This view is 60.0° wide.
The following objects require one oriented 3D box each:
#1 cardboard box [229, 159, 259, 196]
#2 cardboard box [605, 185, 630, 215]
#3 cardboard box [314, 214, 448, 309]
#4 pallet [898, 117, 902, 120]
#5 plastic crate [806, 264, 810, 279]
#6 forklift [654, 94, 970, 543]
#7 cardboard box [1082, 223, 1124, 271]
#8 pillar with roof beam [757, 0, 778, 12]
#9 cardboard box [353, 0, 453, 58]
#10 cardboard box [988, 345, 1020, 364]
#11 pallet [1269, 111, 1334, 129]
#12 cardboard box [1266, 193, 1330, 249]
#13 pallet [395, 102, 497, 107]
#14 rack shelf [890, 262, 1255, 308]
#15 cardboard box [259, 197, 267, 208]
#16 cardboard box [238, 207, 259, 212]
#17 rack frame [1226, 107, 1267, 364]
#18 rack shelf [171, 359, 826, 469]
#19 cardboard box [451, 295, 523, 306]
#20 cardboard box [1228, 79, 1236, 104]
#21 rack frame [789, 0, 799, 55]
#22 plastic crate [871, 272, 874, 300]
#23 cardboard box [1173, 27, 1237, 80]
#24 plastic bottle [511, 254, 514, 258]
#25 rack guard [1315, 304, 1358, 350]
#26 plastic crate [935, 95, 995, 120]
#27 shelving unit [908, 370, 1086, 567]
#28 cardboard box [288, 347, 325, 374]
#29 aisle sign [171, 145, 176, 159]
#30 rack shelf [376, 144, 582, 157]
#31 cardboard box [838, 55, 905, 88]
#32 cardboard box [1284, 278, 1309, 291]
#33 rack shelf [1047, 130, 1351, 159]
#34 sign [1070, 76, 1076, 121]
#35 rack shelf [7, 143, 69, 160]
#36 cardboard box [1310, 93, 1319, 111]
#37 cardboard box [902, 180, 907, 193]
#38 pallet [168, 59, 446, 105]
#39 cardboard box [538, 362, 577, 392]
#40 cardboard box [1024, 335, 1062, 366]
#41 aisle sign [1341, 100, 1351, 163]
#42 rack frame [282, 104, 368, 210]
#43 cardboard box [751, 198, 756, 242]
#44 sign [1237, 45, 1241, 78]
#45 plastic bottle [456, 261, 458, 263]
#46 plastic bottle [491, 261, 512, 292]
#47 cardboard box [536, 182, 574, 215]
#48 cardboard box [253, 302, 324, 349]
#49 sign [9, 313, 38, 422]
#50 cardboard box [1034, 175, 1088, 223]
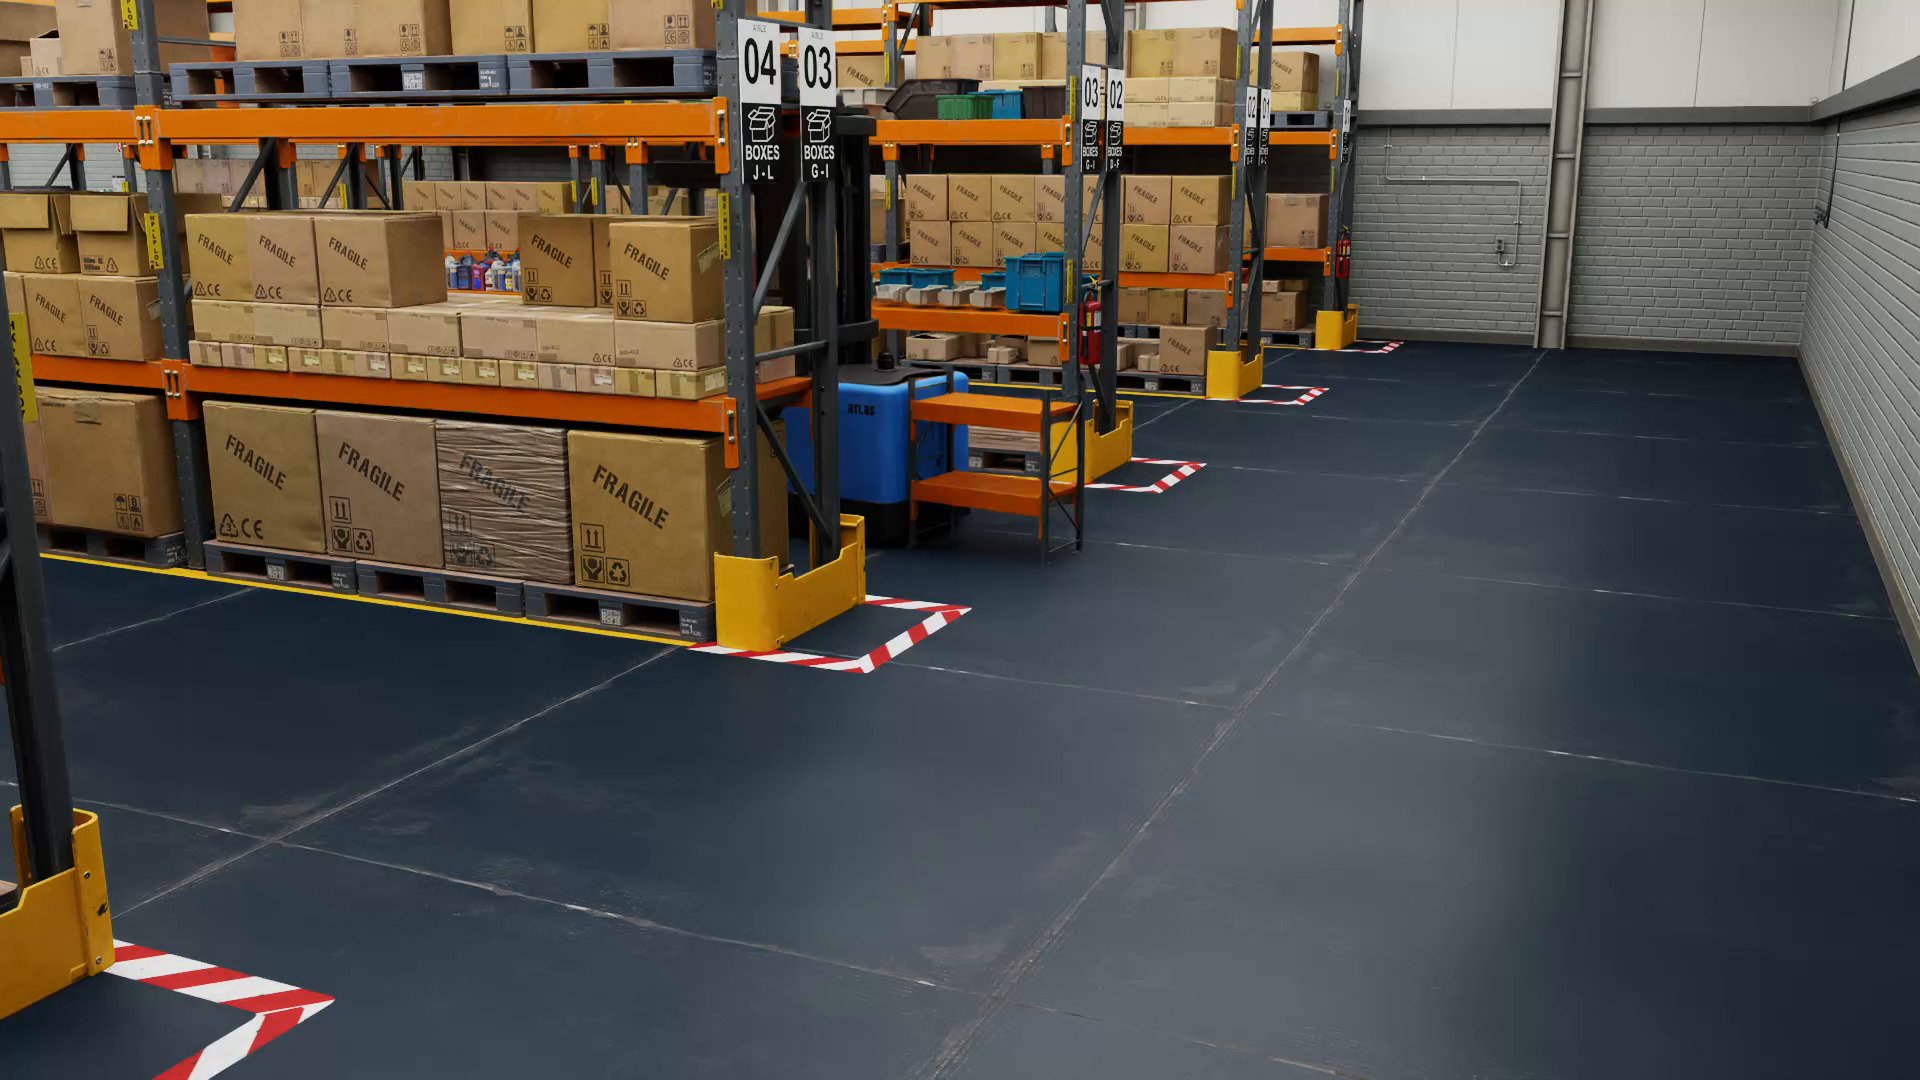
[{"bbox_3d":[-9.687,-5.044,23.125,0.500,0.500,0.700,6,14,23],"label":"cardboard box"},{"bbox_3d":[-5.448,-5.428,26.640,0.500,0.500,0.700,6,14,23],"label":"cardboard box"},{"bbox_3d":[-3.345,-1.620,9.630,0.500,0.500,0.500,5,14,21],"label":"cardboard box"},{"bbox_3d":[-1.156,-4.888,19.366,1.003,0.211,1.213,6,14,23],"label":"pallet"},{"bbox_3d":[-1.276,-2.202,14.200,0.530,0.282,0.437,6,14,23],"label":"plastic crate"},{"bbox_3d":[-1.441,-1.641,11.832,3.031,2.935,1.130,8,16,32],"label":"forklift"},{"bbox_3d":[1.620,-3.202,18.116,0.500,0.500,0.500,6,14,24],"label":"cardboard box"},{"bbox_3d":[-4.824,-7.172,22.121,0.400,9.000,9.100,6,14,23],"label":"pillar with roof beam"},{"bbox_3d":[-2.954,-2.949,9.334,0.500,0.500,0.700,6,15,26],"label":"cardboard box"},{"bbox_3d":[0.503,-2.117,18.950,0.250,0.166,0.380,6,14,23],"label":"cardboard box"},{"bbox_3d":[4.390,-5.593,22.151,1.213,0.211,1.003,6,14,23],"label":"pallet"},{"bbox_3d":[4.602,-4.300,22.359,0.700,0.700,0.980,7,15,26],"label":"cardboard box"},{"bbox_3d":[-4.392,-3.935,15.305,1.213,0.211,1.003,6,14,23],"label":"pallet"},{"bbox_3d":[1.241,-2.909,18.661,4.000,0.370,1.077,6,14,23],"label":"rack shelf"},{"bbox_3d":[-9.398,-4.647,22.855,0.250,0.149,0.380,6,15,25],"label":"cardboard box"},{"bbox_3d":[-9.721,-4.415,23.284,0.500,0.500,0.700,6,15,25],"label":"cardboard box"},{"bbox_3d":[3.069,-3.074,17.790,0.127,3.000,1.000,6,14,23],"label":"rack frame"},{"bbox_3d":[-2.775,-0.840,9.844,4.000,0.370,1.077,6,14,23],"label":"rack shelf"},{"bbox_3d":[-2.691,-1.319,9.988,0.500,0.250,0.500,5,14,22],"label":"cardboard box"},{"bbox_3d":[2.705,-4.807,17.841,0.500,0.250,0.500,6,14,23],"label":"cardboard box"},{"bbox_3d":[-2.242,-7.770,24.670,0.127,3.000,1.000,6,14,23],"label":"rack frame"},{"bbox_3d":[-0.922,-2.124,13.976,0.300,0.233,0.416,6,14,23],"label":"plastic crate"},{"bbox_3d":[2.593,-5.114,17.510,0.500,0.500,0.700,6,14,23],"label":"cardboard box"},{"bbox_3d":[-4.376,-2.640,16.194,0.133,0.283,0.061,6,14,23],"label":"plastic bottle"},{"bbox_3d":[5.094,-2.890,22.477,0.348,0.500,1.175,6,14,23],"label":"rack guard"},{"bbox_3d":[0.042,-3.429,13.199,0.336,0.188,0.450,6,14,23],"label":"plastic crate"},{"bbox_3d":[0.235,-0.490,10.879,1.048,1.125,0.538,8,16,32],"label":"shelving unit"},{"bbox_3d":[-3.746,-1.084,9.858,0.250,0.149,0.380,5,14,22],"label":"cardboard box"},{"bbox_3d":[-11.501,-5.888,24.089,0.004,0.787,0.394,6,14,23],"label":"aisle sign"},{"bbox_3d":[-7.728,-6.515,27.461,4.000,0.370,1.077,6,14,23],"label":"rack shelf"},{"bbox_3d":[-1.019,-5.268,19.218,0.600,0.600,0.600,4,14,18],"label":"cardboard box"},{"bbox_3d":[4.587,-3.487,22.680,0.250,0.149,0.380,6,14,24],"label":"cardboard box"},{"bbox_3d":[3.244,-5.404,22.729,4.000,0.370,1.077,6,14,23],"label":"rack shelf"},{"bbox_3d":[0.852,-3.333,12.555,0.005,0.325,0.100,6,14,23],"label":"sign"},{"bbox_3d":[-11.741,-4.445,18.642,4.000,0.370,1.077,6,14,23],"label":"rack shelf"},{"bbox_3d":[4.504,-5.868,22.322,0.500,0.250,0.500,7,15,26],"label":"cardboard box"},{"bbox_3d":[-0.512,-5.181,24.213,0.500,0.250,0.500,5,14,22],"label":"cardboard box"},{"bbox_3d":[-3.860,-2.715,9.886,1.213,0.211,1.003,6,14,23],"label":"pallet"},{"bbox_3d":[-2.102,-0.918,9.150,0.250,0.149,0.380,6,15,24],"label":"cardboard box"},{"bbox_3d":[1.132,-2.270,18.866,0.637,0.503,0.797,6,14,23],"label":"cardboard box"},{"bbox_3d":[5.017,-5.305,21.608,0.004,0.787,0.394,6,14,23],"label":"aisle sign"},{"bbox_3d":[-6.255,-2.780,16.537,0.127,3.000,1.000,6,14,23],"label":"rack frame"},{"bbox_3d":[-2.228,-3.848,19.950,0.500,0.500,0.700,2,13,9],"label":"cardboard box"},{"bbox_3d":[2.826,-4.852,16.860,0.005,0.325,0.100,6,14,23],"label":"sign"},{"bbox_3d":[-4.958,-2.654,16.435,0.097,0.201,0.097,0,13,0],"label":"plastic bottle"},{"bbox_3d":[-4.219,-2.433,15.329,0.135,0.276,0.152,6,14,23],"label":"plastic bottle"},{"bbox_3d":[-6.457,-5.500,26.773,0.500,0.500,0.500,6,14,23],"label":"cardboard box"},{"bbox_3d":[-3.828,-1.302,9.915,0.500,0.250,0.500,6,14,23],"label":"cardboard box"},{"bbox_3d":[-2.828,-0.514,4.983,0.005,0.325,0.100,6,14,23],"label":"sign"},{"bbox_3d":[1.143,-3.734,18.196,0.500,0.500,0.500,6,15,25],"label":"cardboard box"}]
